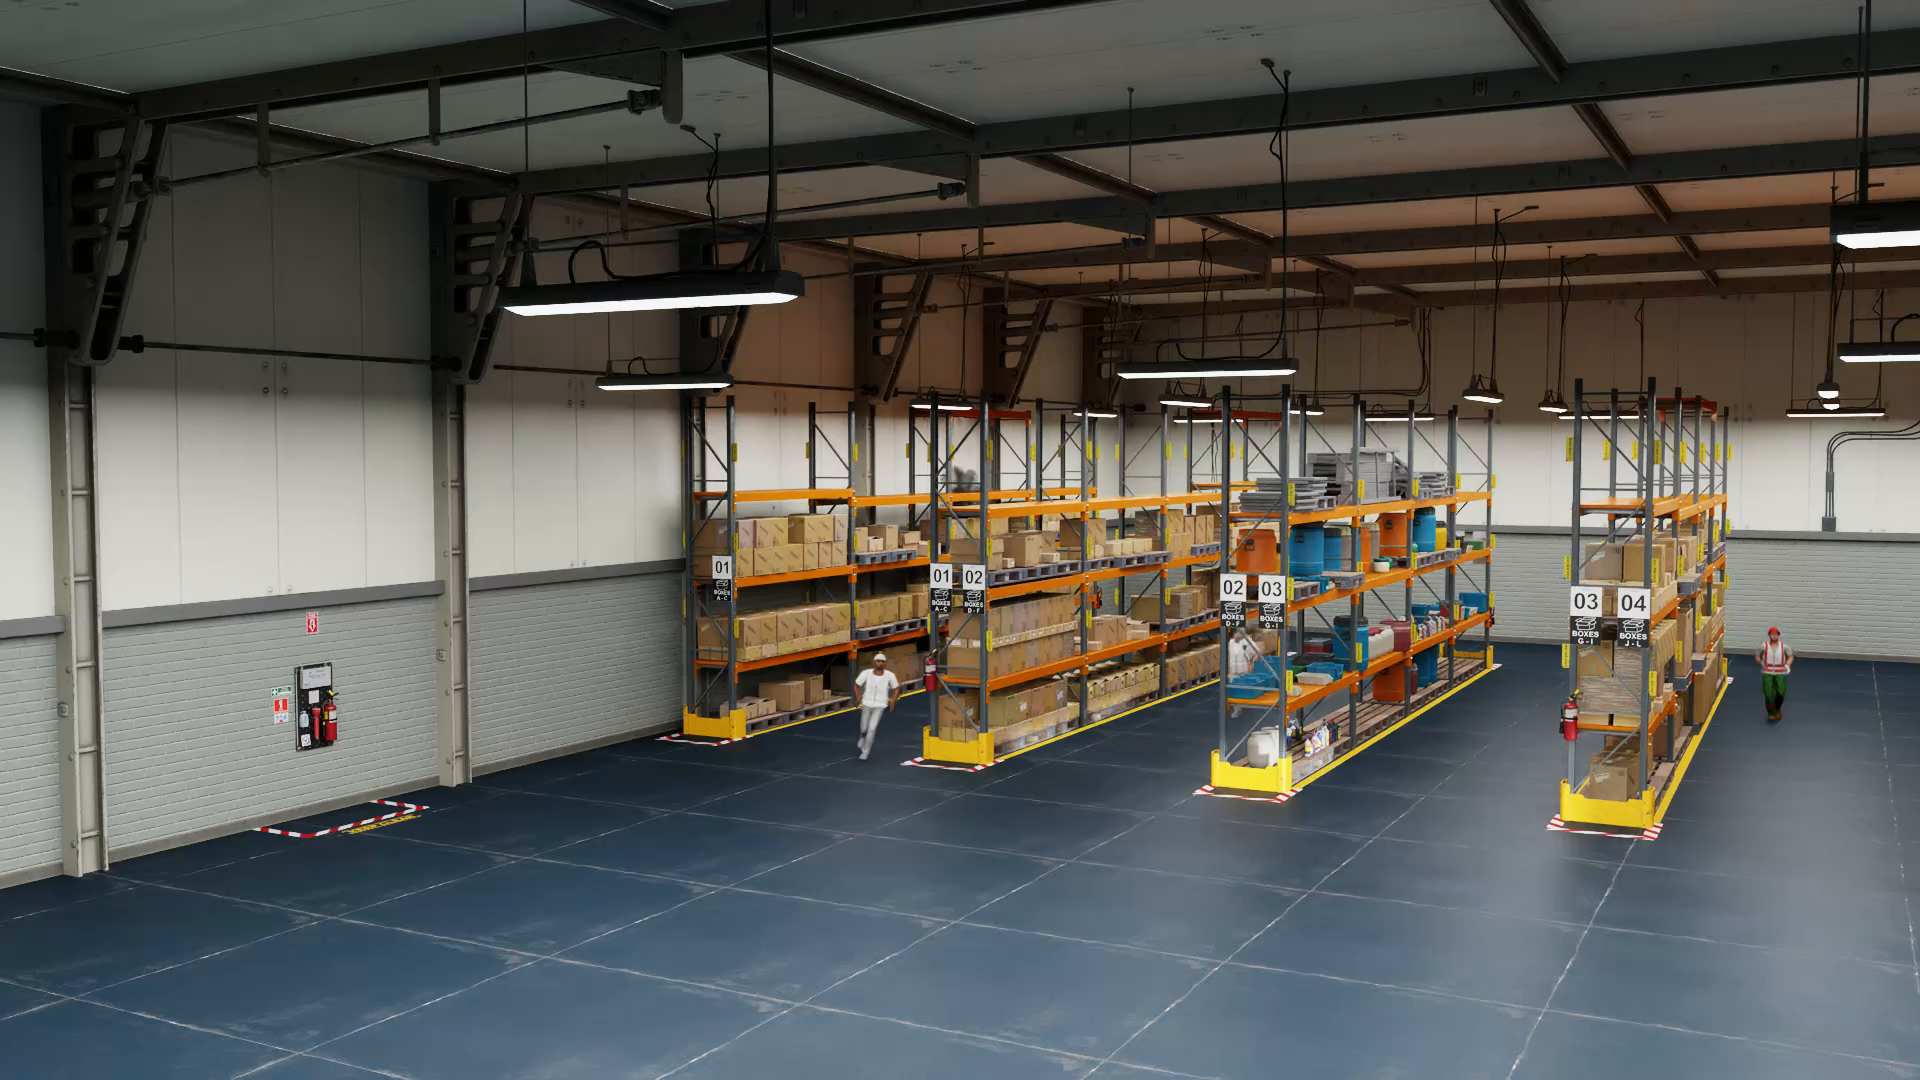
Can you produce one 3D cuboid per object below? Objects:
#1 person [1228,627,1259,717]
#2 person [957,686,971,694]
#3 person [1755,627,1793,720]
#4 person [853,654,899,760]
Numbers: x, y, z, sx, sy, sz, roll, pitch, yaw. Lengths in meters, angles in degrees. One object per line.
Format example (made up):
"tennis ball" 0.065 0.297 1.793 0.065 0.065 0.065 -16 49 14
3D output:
"person" 5.269 2.481 31.471 0.705 1.742 0.611 1 3 22
"person" 0.089 2.521 31.708 0.595 1.696 0.713 1 3 20
"person" 15.095 2.493 30.828 0.643 1.741 0.581 1 3 24
"person" -1.378 2.713 27.274 0.757 1.710 0.782 0 3 1
